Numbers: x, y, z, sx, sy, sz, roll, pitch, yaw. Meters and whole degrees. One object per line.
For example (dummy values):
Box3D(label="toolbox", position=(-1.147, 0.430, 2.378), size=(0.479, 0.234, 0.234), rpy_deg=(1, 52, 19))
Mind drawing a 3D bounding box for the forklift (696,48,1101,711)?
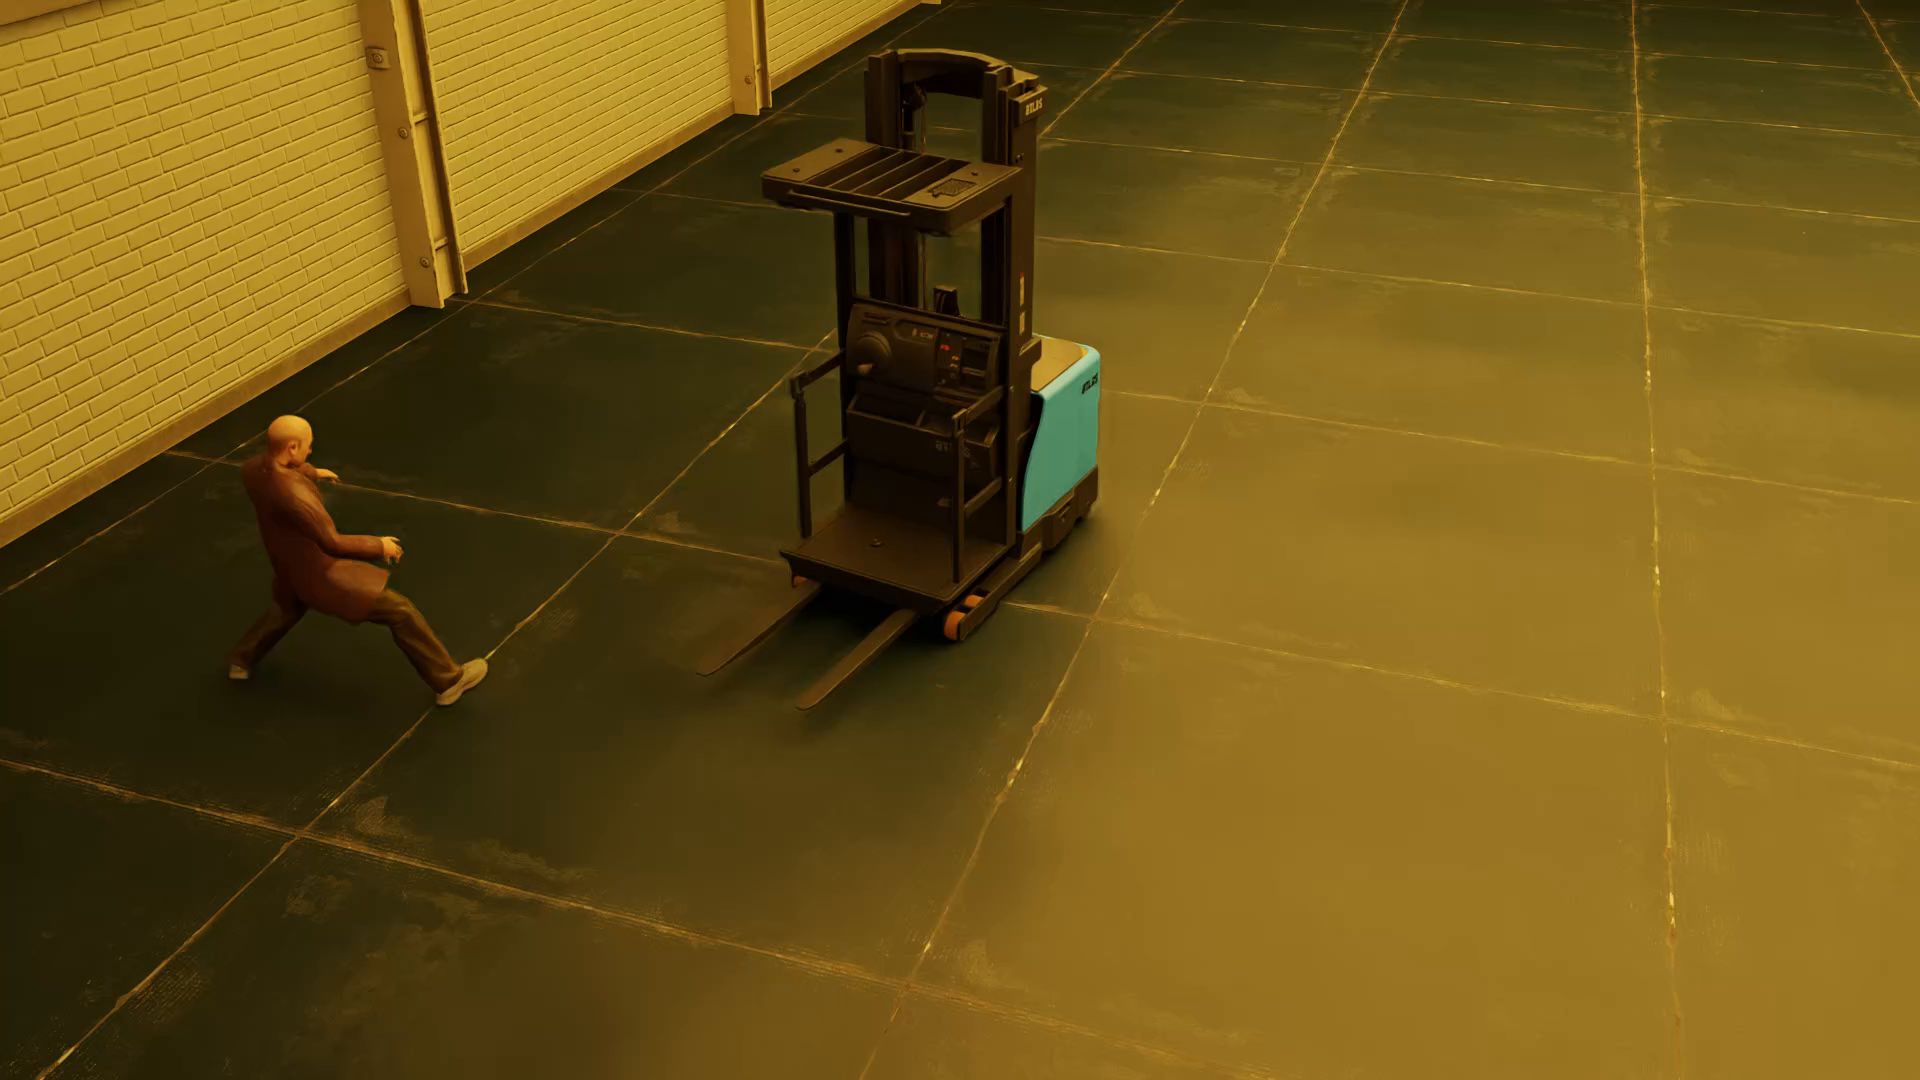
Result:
Box3D(label="forklift", position=(-0.308, -0.976, 8.848), size=(1.130, 2.935, 3.031), rpy_deg=(16, 33, 25))

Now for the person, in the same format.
Box3D(label="person", position=(-3.210, 0.111, 8.483), size=(1.049, 1.446, 1.213), rpy_deg=(-26, 38, -37))
